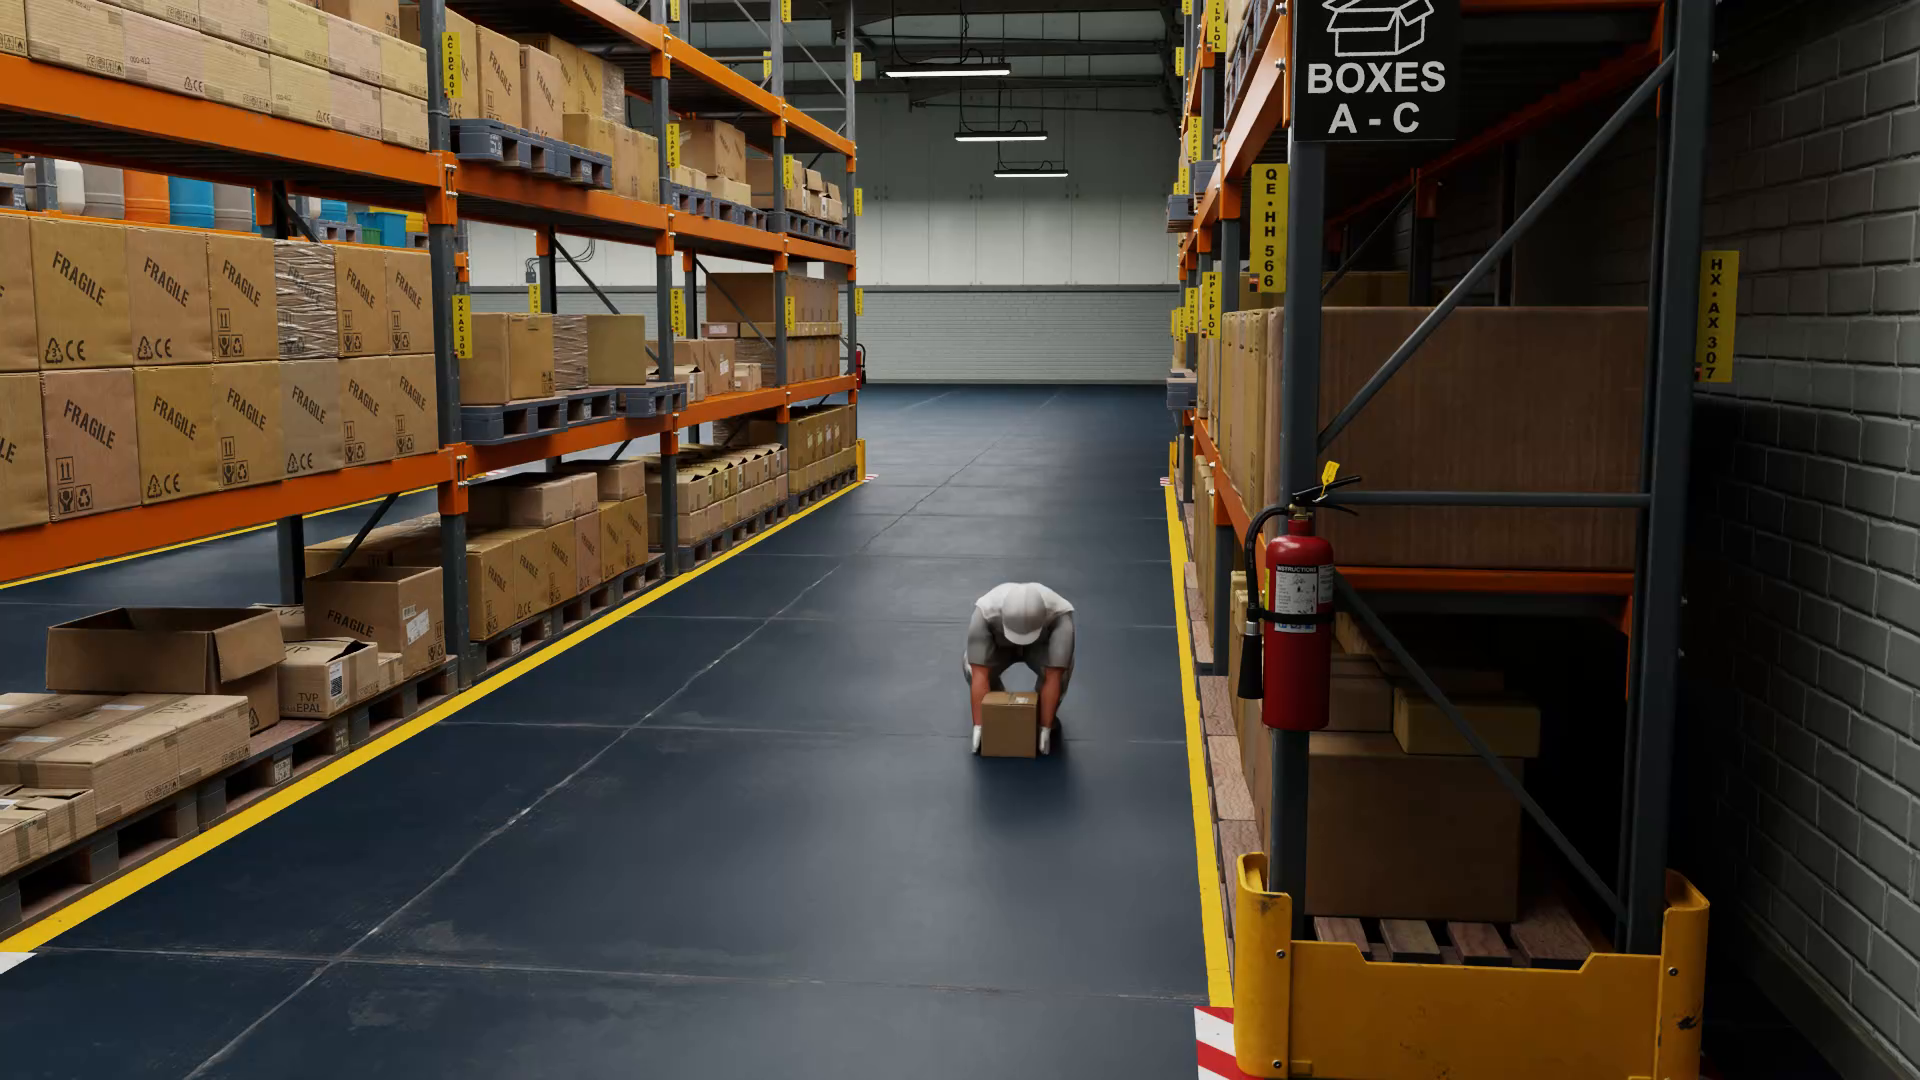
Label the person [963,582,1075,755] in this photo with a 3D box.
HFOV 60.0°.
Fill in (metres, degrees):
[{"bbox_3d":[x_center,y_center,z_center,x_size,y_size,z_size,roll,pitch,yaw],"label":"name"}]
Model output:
[{"bbox_3d":[0.280,0.592,7.916,0.537,0.874,0.925,1,8,6],"label":"person"}]
